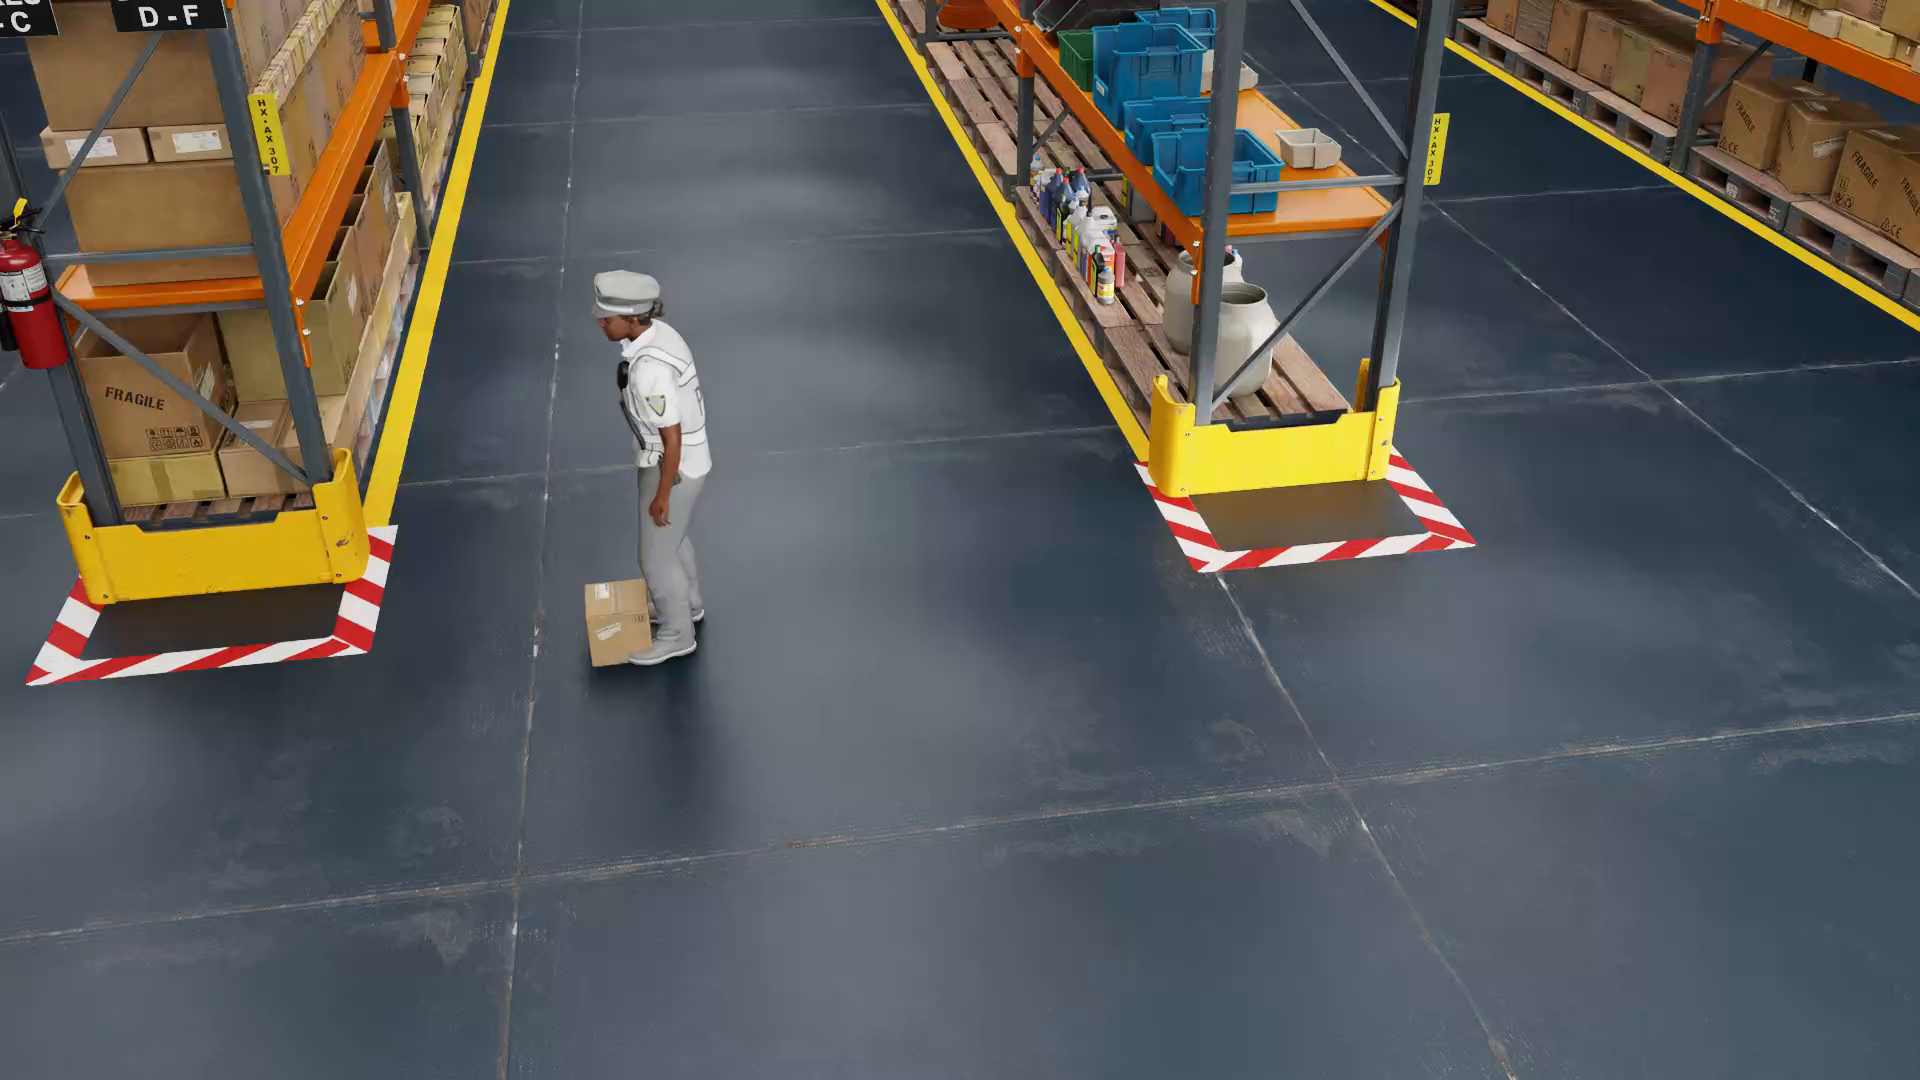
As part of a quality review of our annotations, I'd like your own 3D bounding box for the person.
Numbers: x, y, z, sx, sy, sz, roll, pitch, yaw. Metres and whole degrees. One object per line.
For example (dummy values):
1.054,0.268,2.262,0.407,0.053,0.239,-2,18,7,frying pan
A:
-1.205,-0.286,6.607,0.423,1.663,0.532,-7,32,-12,person
